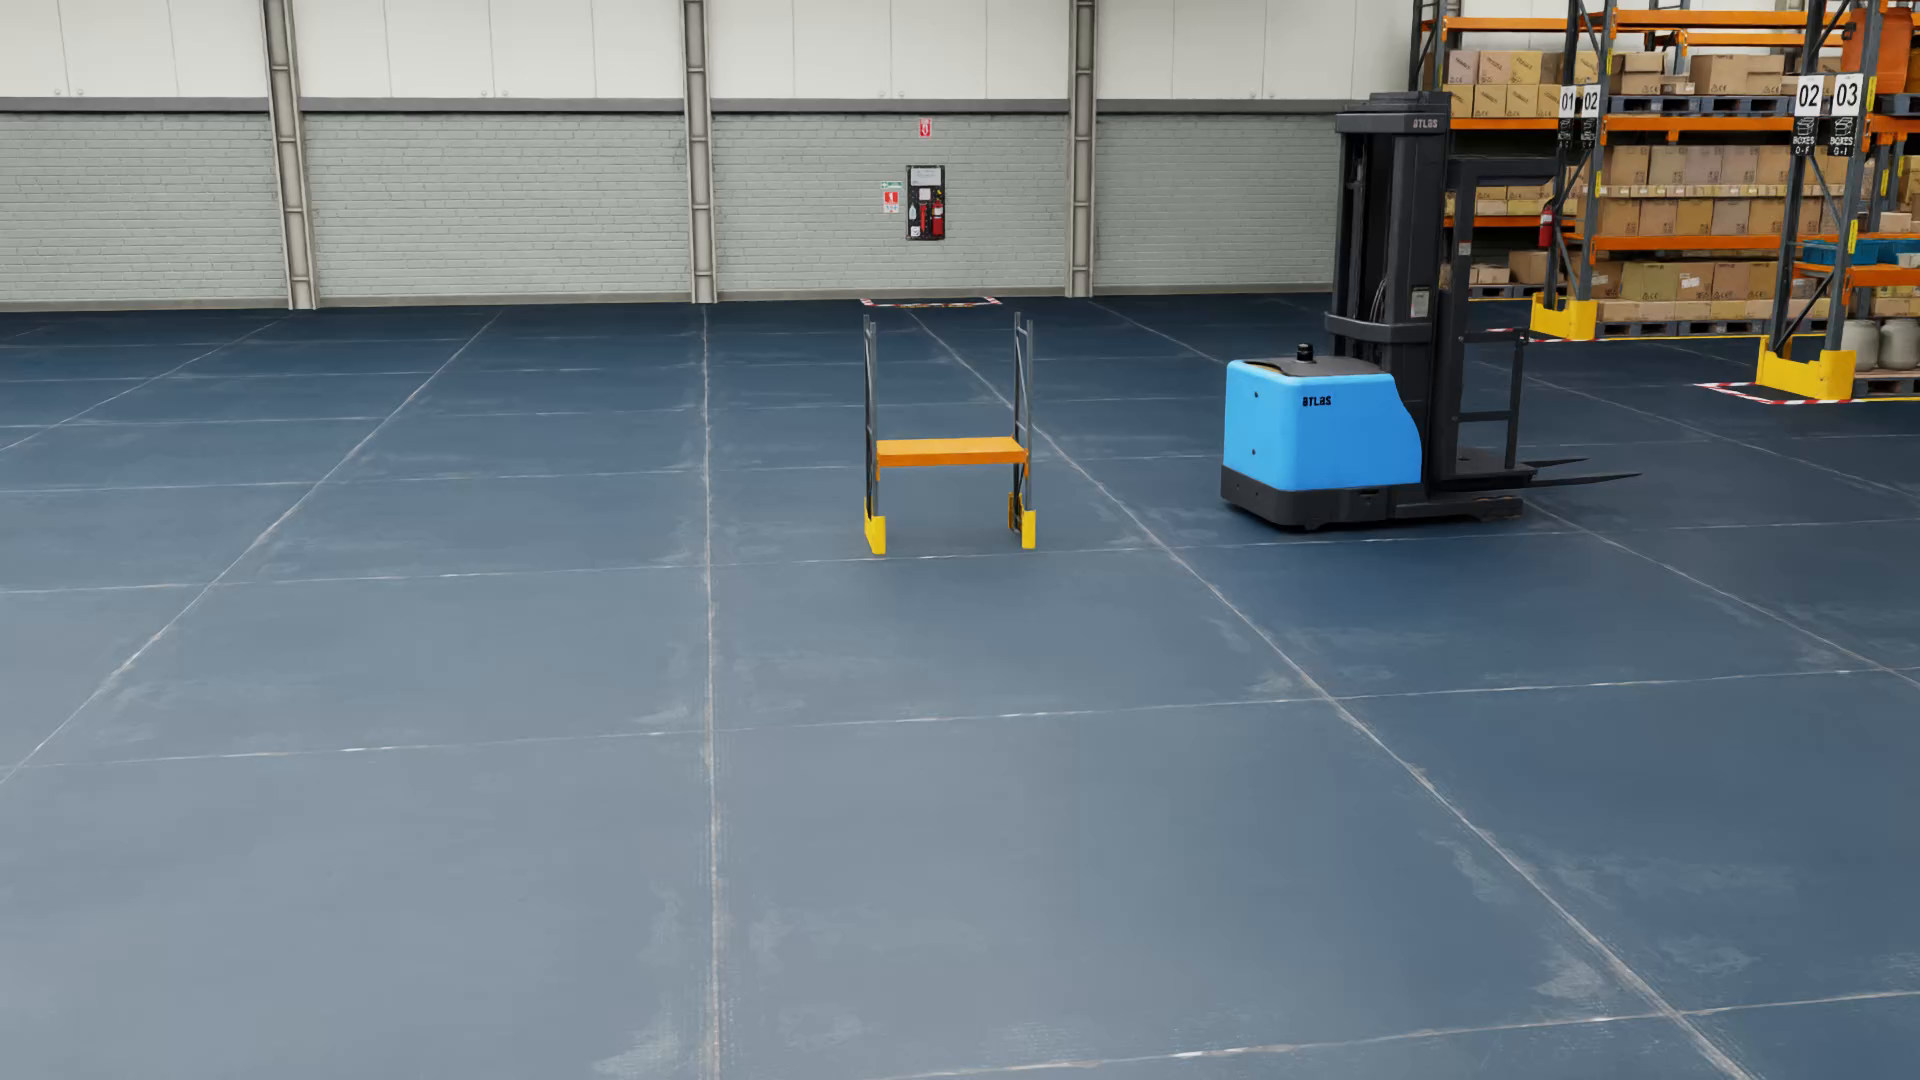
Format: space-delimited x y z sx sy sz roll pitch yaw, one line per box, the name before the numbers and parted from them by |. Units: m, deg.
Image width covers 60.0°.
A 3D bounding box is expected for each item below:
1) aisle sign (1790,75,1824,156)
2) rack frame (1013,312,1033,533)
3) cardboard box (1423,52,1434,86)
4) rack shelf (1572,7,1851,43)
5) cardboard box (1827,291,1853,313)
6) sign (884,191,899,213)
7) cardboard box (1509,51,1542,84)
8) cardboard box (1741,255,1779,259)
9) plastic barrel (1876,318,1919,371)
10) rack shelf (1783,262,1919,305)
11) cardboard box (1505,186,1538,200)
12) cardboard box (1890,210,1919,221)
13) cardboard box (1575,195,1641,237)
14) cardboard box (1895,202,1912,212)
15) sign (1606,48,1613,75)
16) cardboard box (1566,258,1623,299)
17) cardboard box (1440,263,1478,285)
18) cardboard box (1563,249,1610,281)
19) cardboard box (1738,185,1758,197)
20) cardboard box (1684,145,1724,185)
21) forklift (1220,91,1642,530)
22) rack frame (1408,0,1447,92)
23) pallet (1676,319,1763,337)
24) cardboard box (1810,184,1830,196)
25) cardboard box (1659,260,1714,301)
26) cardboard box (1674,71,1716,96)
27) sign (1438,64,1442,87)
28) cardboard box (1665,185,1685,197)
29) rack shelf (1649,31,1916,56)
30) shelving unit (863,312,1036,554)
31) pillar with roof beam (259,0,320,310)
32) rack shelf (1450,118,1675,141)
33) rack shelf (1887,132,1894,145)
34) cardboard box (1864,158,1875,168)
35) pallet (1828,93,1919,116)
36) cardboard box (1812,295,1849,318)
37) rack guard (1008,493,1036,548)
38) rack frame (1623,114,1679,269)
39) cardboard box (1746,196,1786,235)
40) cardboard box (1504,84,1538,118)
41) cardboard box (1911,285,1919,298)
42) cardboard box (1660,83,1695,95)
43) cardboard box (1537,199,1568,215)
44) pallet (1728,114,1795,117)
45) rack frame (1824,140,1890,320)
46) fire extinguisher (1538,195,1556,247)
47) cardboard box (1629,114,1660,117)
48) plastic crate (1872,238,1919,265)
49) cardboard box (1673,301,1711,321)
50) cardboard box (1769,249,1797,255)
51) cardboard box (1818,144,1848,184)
aisle sign | 8.654 -4.335 16.996 0.004 0.787 0.394 -2 14 -8
rack frame | 0.418 -0.743 11.101 0.032 1.500 0.500 -2 14 -8
cardboard box | 7.681 -7.465 26.352 0.500 0.500 0.500 -1 14 -6
rack shelf | 10.013 -6.636 21.485 4.000 0.370 1.077 -2 14 -8
cardboard box | 12.358 -3.296 22.989 0.500 0.250 0.500 -2 14 -9
sign | -1.087 -5.346 26.298 0.234 0.329 0.001 -2 14 -8
cardboard box | 8.720 -7.369 25.971 0.500 0.500 0.500 -2 14 -7
cardboard box | 10.993 -3.614 22.713 0.500 0.500 0.500 -2 14 -8
plastic barrel | 9.905 -2.062 17.530 0.421 0.512 0.421 0 14 0
rack shelf | 10.748 -2.729 17.414 4.000 0.370 1.077 -2 14 -8
cardboard box | 8.813 -5.667 26.376 0.500 0.500 0.500 -3 14 -10
cardboard box | 12.833 -4.352 22.687 0.258 0.266 0.396 -2 14 -10
cardboard box | 8.499 -4.259 21.832 0.500 0.500 0.700 -2 14 -8
cardboard box | 15.565 -5.522 27.550 0.250 0.149 0.380 -2 14 -9
sign | 8.112 -5.980 20.775 0.005 0.325 0.100 -2 14 -8
cardboard box | 8.522 -3.521 22.345 0.500 0.500 0.500 -2 14 -8
cardboard box | 7.992 -4.301 26.827 0.500 0.311 0.500 -4 15 -15
cardboard box | 10.229 -4.487 27.180 0.500 0.500 0.500 -3 14 -13
cardboard box | 10.236 -4.587 21.808 0.250 0.149 0.380 -2 14 -6
cardboard box | 9.569 -4.929 21.837 0.500 0.500 0.700 -2 14 -8
forklift | 3.485 -1.670 11.854 3.031 2.935 1.130 -4 15 -16
rack frame | 7.294 -8.298 25.810 0.127 3.000 1.000 -2 14 -8
pallet | 9.989 -2.925 22.452 1.213 0.211 1.003 -2 14 -8
cardboard box | 11.251 -4.625 21.958 0.250 0.149 0.380 -3 14 -10
cardboard box | 9.586 -3.436 22.004 0.500 0.500 0.500 -2 14 -8
cardboard box | 9.685 -6.005 21.867 0.500 0.311 0.500 0 14 -2
sign | 7.375 -7.136 25.549 0.005 0.325 0.100 -2 14 -8
cardboard box | 9.213 -4.550 21.658 0.250 0.149 0.380 -2 14 -9
rack shelf | 13.227 -7.973 26.814 4.000 0.370 1.077 -2 14 -8
shelving unit | -0.075 -0.725 11.028 1.083 1.500 0.587 -2 14 -8
pillar with roof beam | -9.300 -6.844 20.011 0.400 9.000 9.100 -2 14 -8
rack shelf | 9.272 -6.567 26.552 4.000 0.370 1.077 -2 14 -8
rack shelf | 13.969 -5.520 22.379 4.000 0.370 1.077 -2 14 -8
cardboard box | 14.868 -6.235 27.473 0.250 0.149 0.380 -4 15 -16
pallet | 9.603 -4.375 16.722 1.213 0.211 1.003 -2 14 -8
cardboard box | 11.565 -3.142 22.374 0.500 0.250 0.500 -2 14 -8
rack guard | 0.417 -0.137 11.252 0.087 0.250 0.587 -2 14 -8
rack frame | 11.249 -5.533 27.118 0.127 3.000 1.000 -2 14 -8
cardboard box | 10.536 -4.335 22.134 0.500 0.500 0.700 -2 14 -7
cardboard box | 8.711 -6.884 26.091 0.500 0.500 0.500 -1 14 -6
cardboard box | 12.933 -3.456 22.471 0.500 0.311 0.500 -2 14 -9
cardboard box | 9.225 -5.802 21.388 0.250 0.149 0.380 -2 14 -8
cardboard box | 9.340 -5.323 26.550 0.500 0.250 0.500 -2 14 -8
pallet | 12.901 -6.932 26.916 1.003 0.211 1.213 -2 14 -8
rack frame | 11.991 -4.342 22.367 0.127 3.000 1.000 -2 14 -8
fire extinguisher | 7.850 -4.267 22.227 0.183 0.674 0.296 -2 14 -8
cardboard box | 10.784 -6.968 26.428 0.500 0.500 0.500 -2 14 -7
plastic crate | 9.863 -3.045 17.504 0.408 0.251 0.499 -2 14 -8
cardboard box | 9.587 -3.070 22.085 0.500 0.250 0.500 -2 14 -8
cardboard box | 13.487 -4.625 27.731 0.500 0.500 0.700 -2 14 -9
cardboard box | 11.553 -5.002 22.127 0.500 0.500 0.700 -2 14 -8
